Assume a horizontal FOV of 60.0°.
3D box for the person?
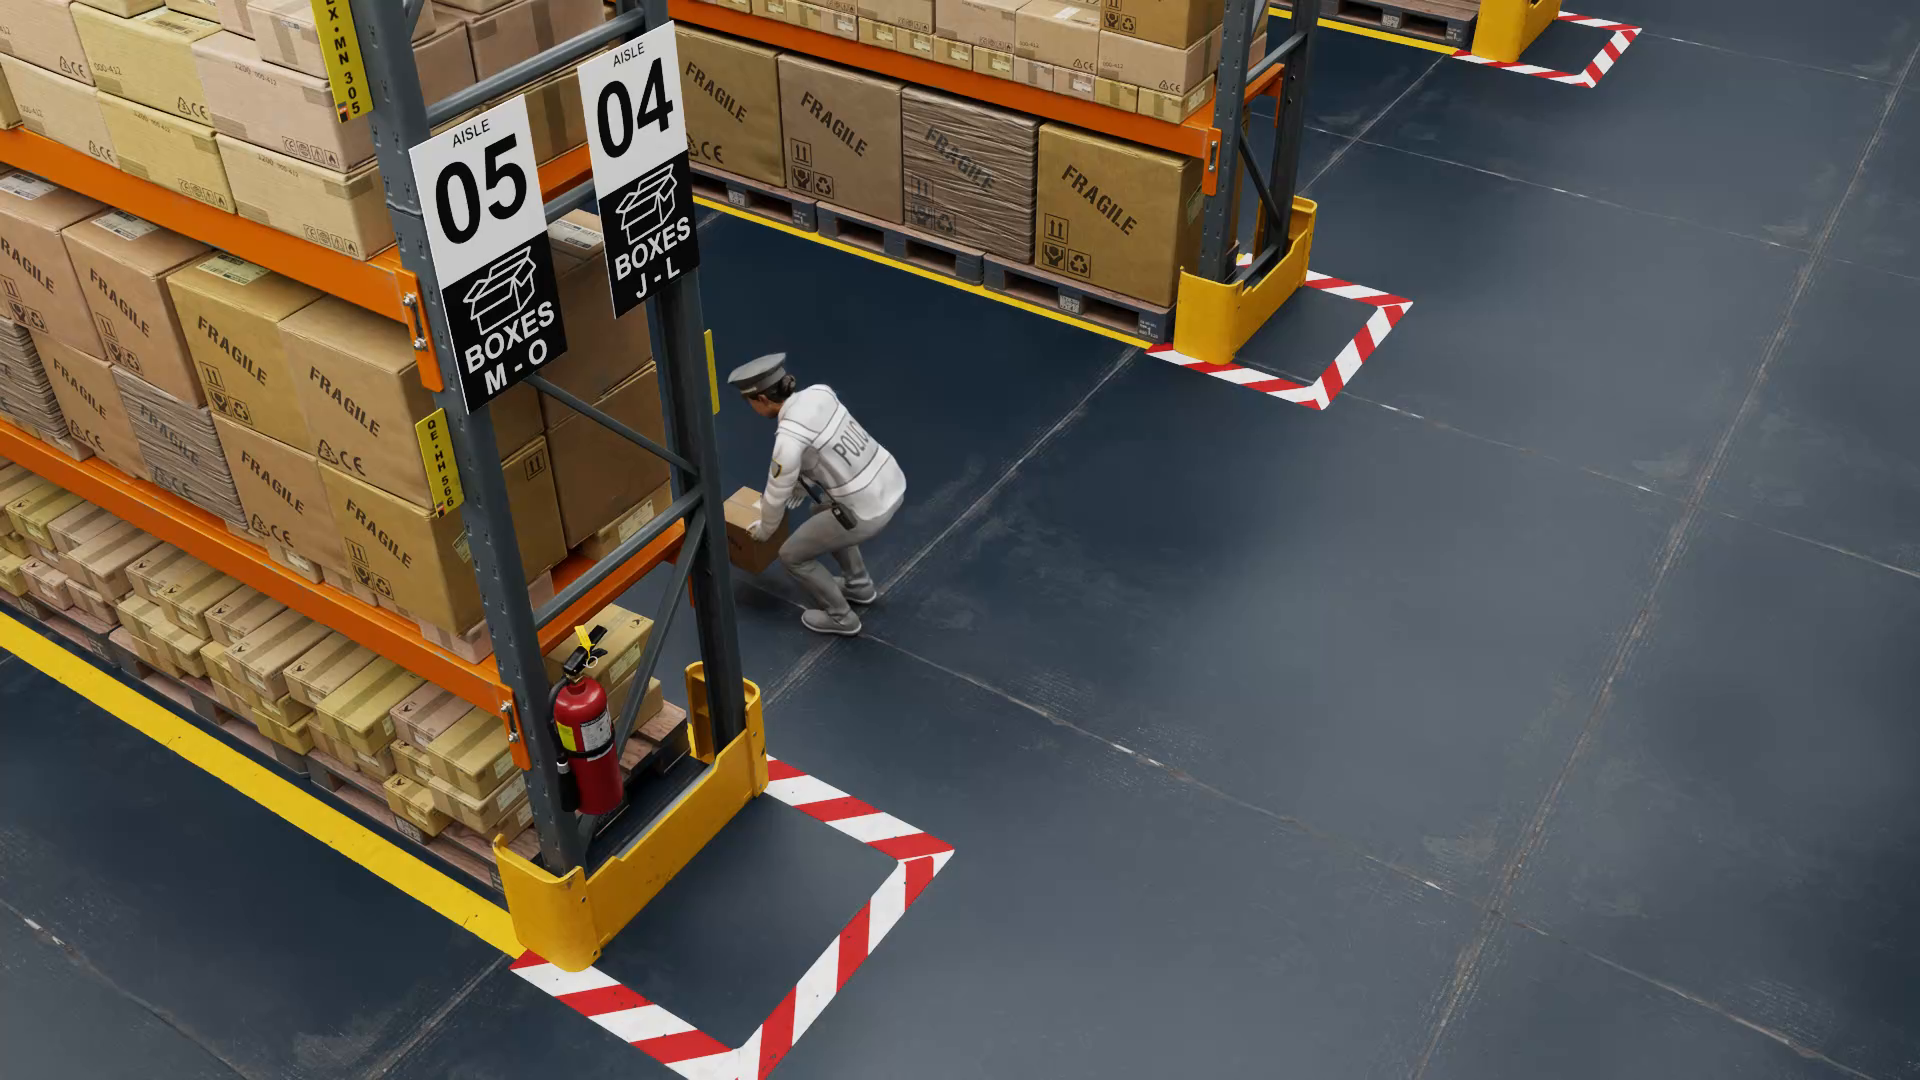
[{"bbox_3d":[-0.612,-0.181,7.189,0.737,1.317,0.534,15,41,18],"label":"person"}]
